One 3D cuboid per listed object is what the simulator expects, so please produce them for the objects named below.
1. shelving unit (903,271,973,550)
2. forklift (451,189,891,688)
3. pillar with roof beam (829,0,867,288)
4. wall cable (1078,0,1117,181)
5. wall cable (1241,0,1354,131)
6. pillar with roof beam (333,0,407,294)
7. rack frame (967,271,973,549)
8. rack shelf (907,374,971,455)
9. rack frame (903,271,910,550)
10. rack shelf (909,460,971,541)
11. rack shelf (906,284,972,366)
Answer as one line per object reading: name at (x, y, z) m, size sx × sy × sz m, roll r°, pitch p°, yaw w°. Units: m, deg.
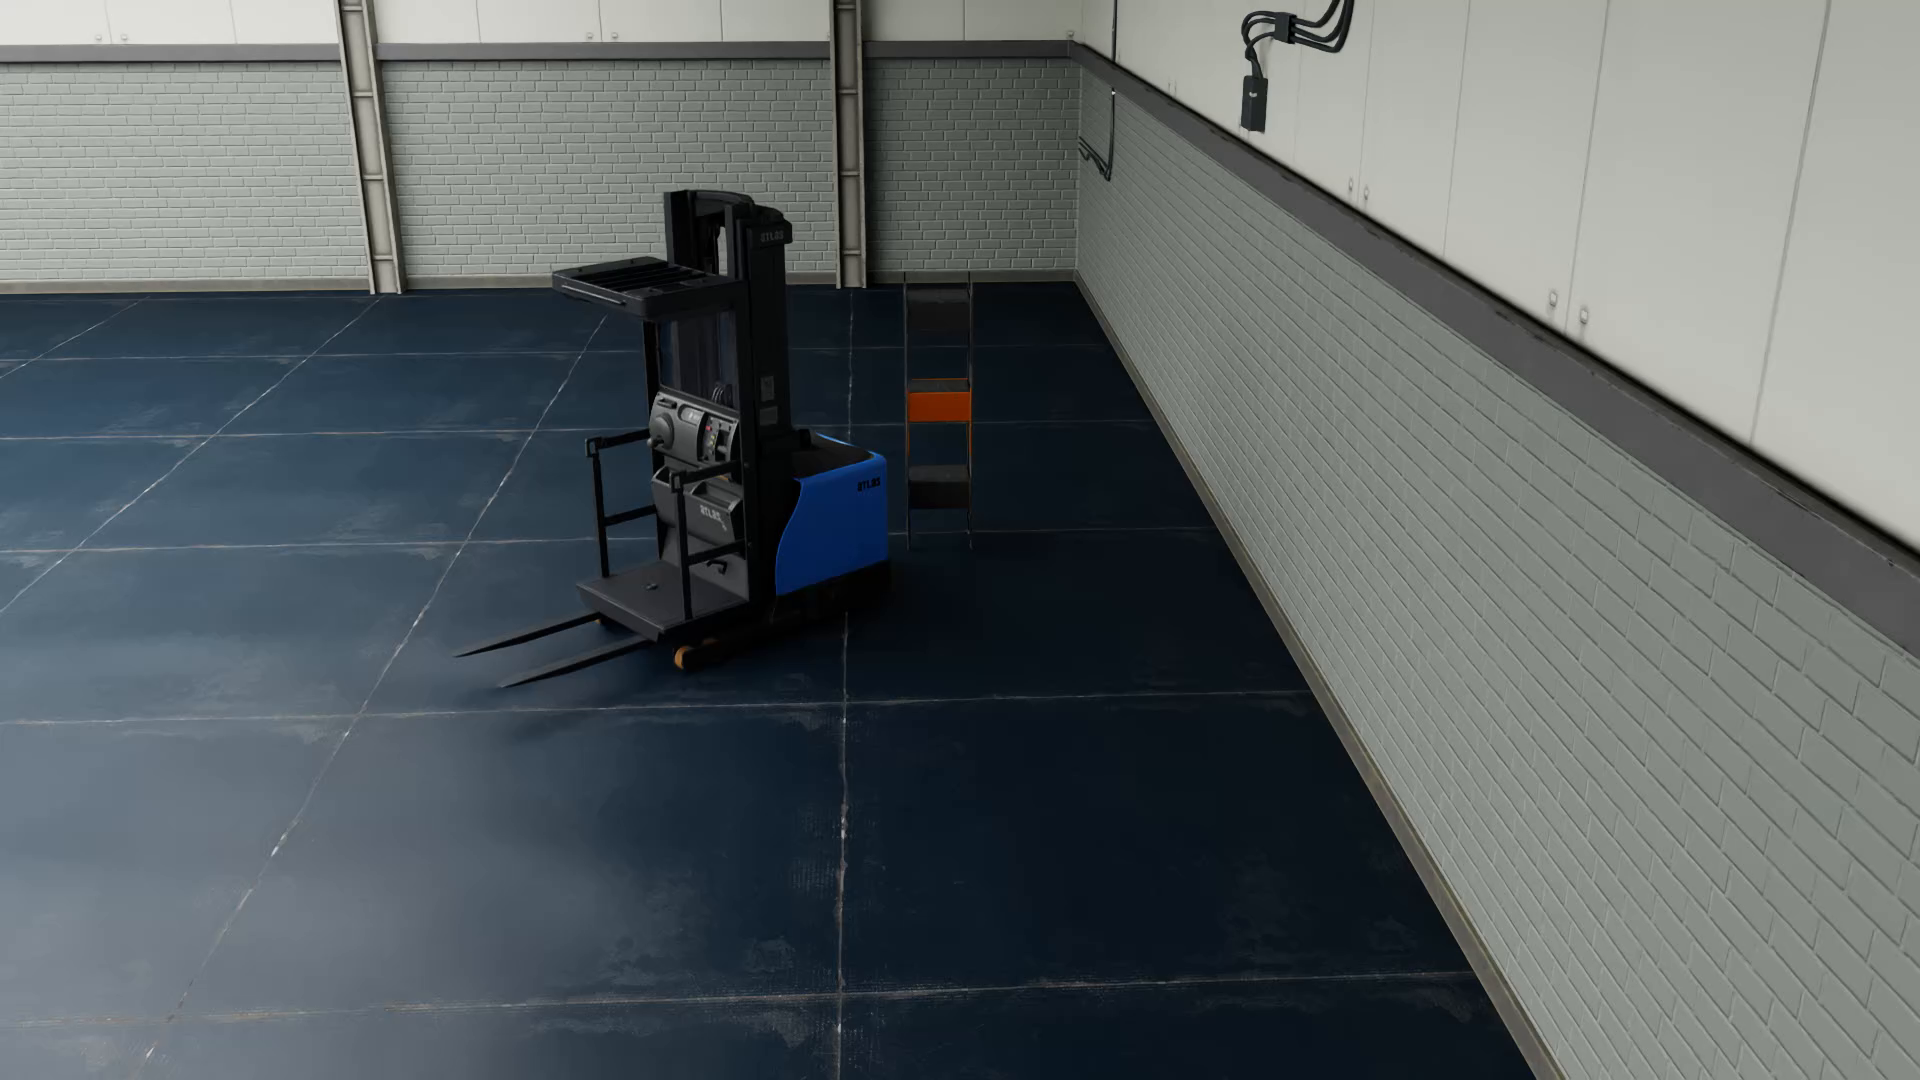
shelving unit at (-0.165, -0.978, 12.739) m, size 0.503 × 2.100 × 0.431 m, roll -1°, pitch 21°, yaw -3°
forklift at (-1.916, -0.720, 10.893) m, size 3.031 × 2.935 × 1.130 m, roll -19°, pitch 28°, yaw -40°
pillar with roof beam at (-1.182, -6.031, 16.314) m, size 0.400 × 9.000 × 9.100 m, roll -1°, pitch 21°, yaw -3°
wall cable at (1.589, -5.699, 19.806) m, size 0.112 × 2.526 × 3.097 m, roll -1°, pitch 21°, yaw -3°
wall cable at (2.115, -5.367, 9.790) m, size 0.169 × 6.003 × 2.305 m, roll -1°, pitch 21°, yaw -3°
pillar with roof beam at (-7.172, -5.909, 15.994) m, size 0.400 × 9.000 × 9.100 m, roll -1°, pitch 21°, yaw -3°
rack frame at (0.078, -0.983, 12.752) m, size 0.015 × 2.100 × 0.400 m, roll -1°, pitch 21°, yaw -3°
rack shelf at (-0.165, -0.965, 12.743) m, size 0.480 × 0.518 × 0.431 m, roll -1°, pitch 21°, yaw -3°
rack frame at (-0.409, -0.973, 12.726) m, size 0.015 × 2.100 × 0.400 m, roll -1°, pitch 21°, yaw -3°
rack shelf at (-0.165, -0.311, 12.992) m, size 0.480 × 0.518 × 0.431 m, roll -1°, pitch 21°, yaw -3°
rack shelf at (-0.165, -1.619, 12.494) m, size 0.480 × 0.518 × 0.431 m, roll -1°, pitch 21°, yaw -3°
